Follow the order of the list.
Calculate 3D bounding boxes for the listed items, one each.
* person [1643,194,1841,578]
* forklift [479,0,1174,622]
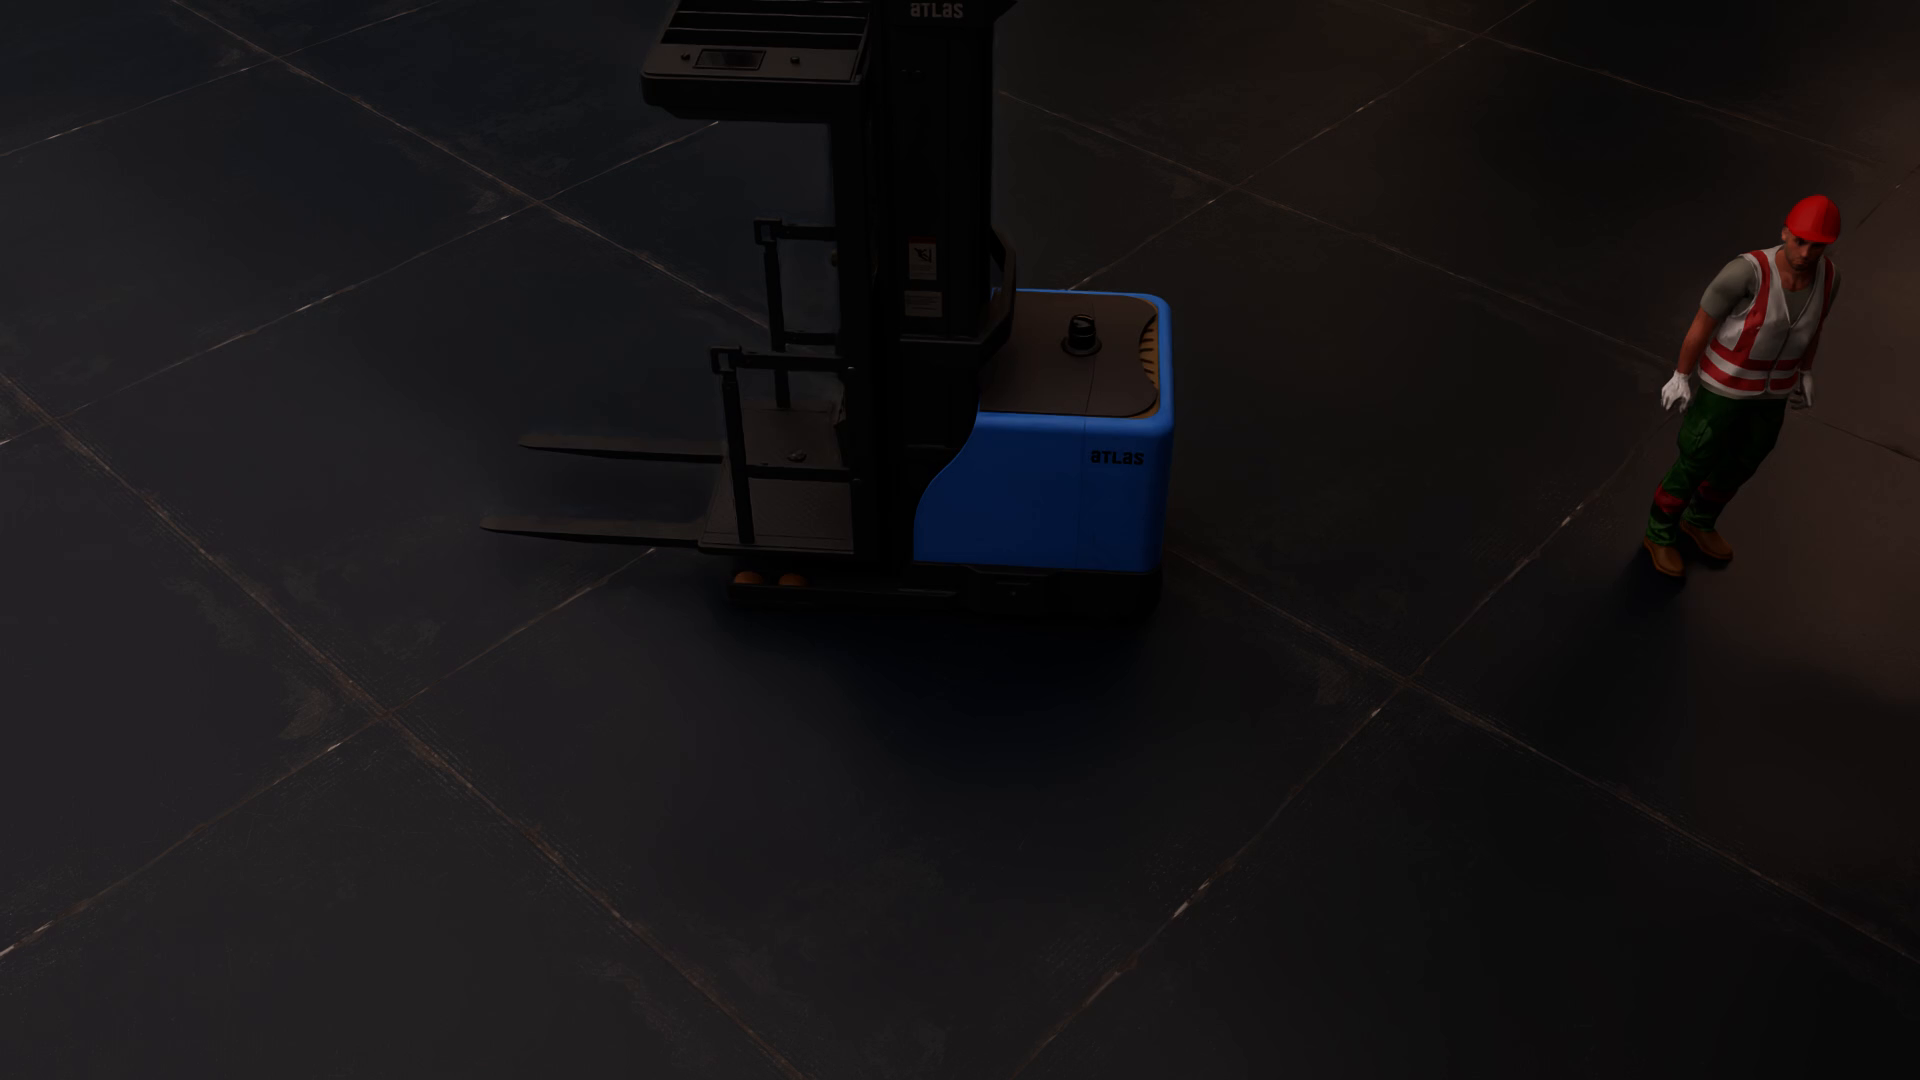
[{"bbox_3d":[3.336,-0.632,7.045,0.671,1.791,0.403,-6,41,-7],"label":"person"},{"bbox_3d":[-0.609,-1.141,6.759,3.031,2.935,1.130,3,41,3],"label":"forklift"}]
